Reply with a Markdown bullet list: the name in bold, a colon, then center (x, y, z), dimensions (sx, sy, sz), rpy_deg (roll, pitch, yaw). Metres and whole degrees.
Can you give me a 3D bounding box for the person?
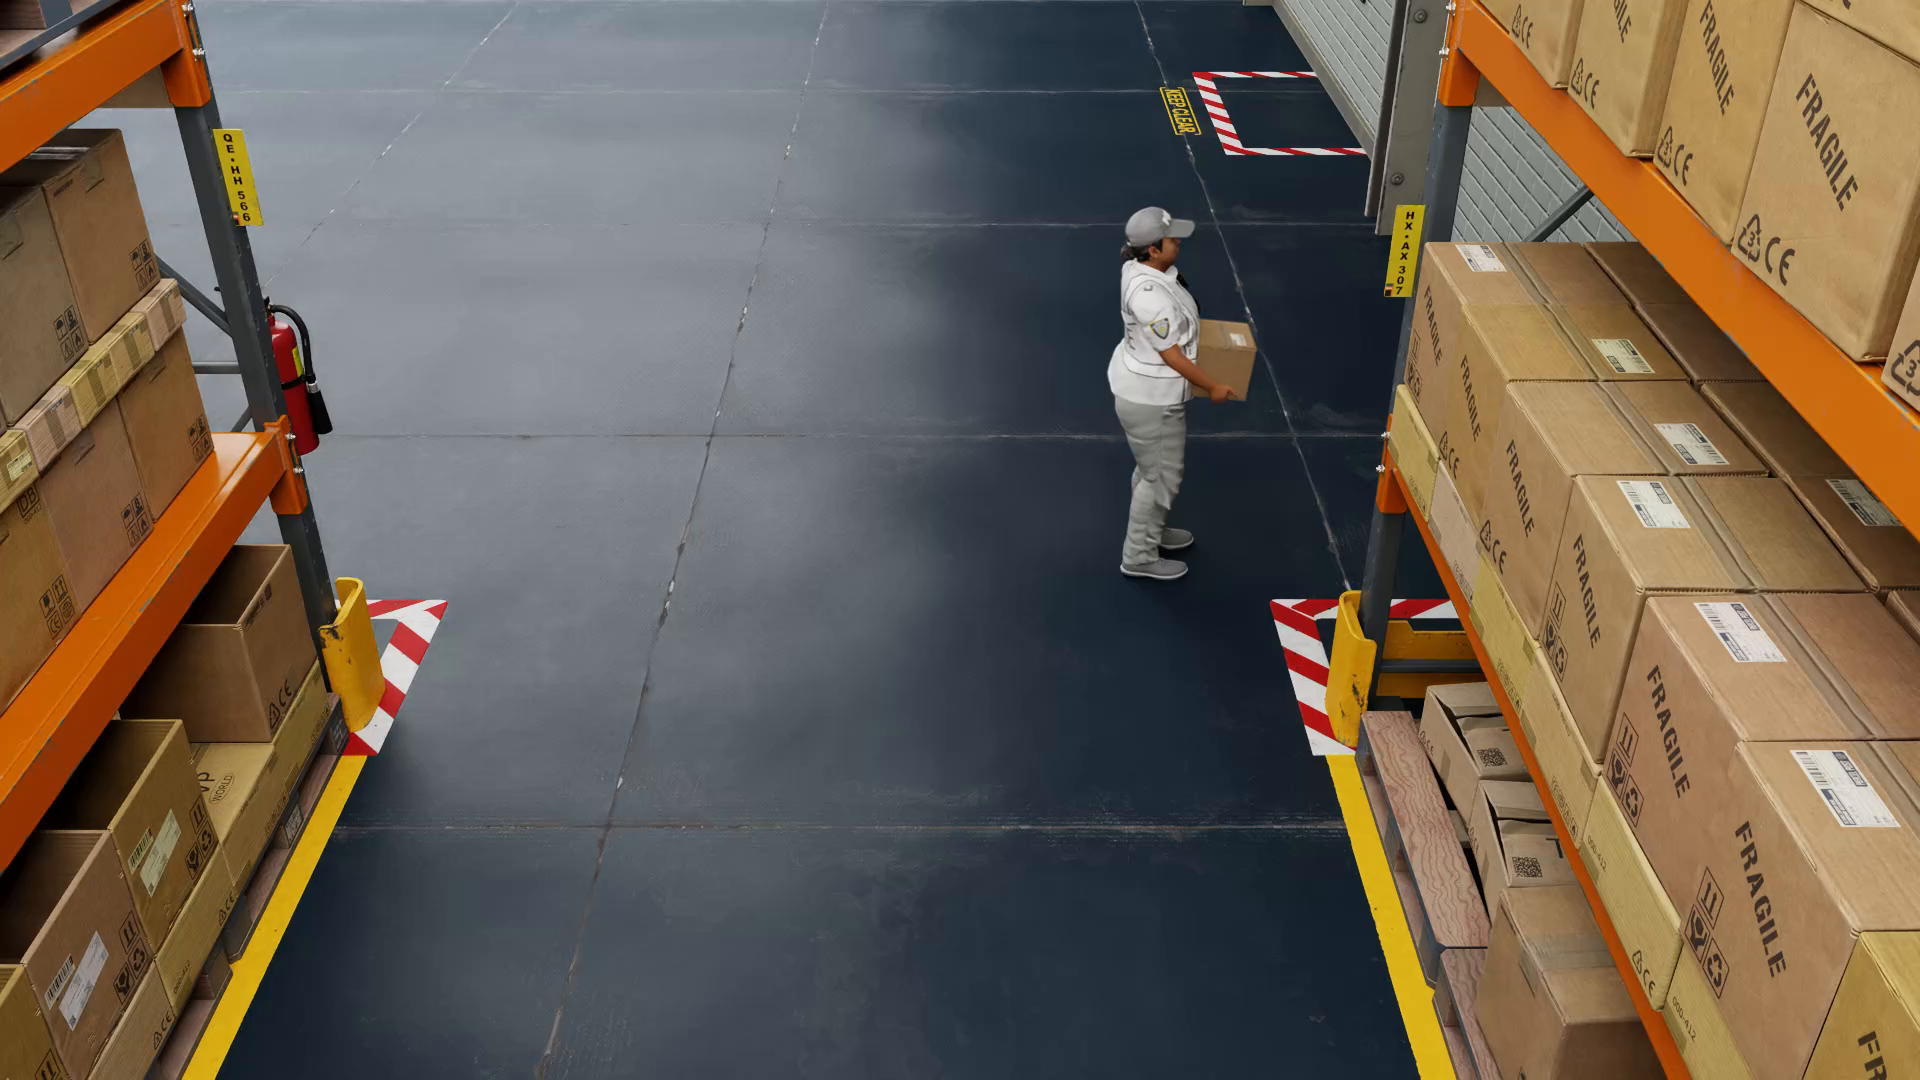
- **person**: center (0.904, -0.632, 7.161), dimensions (0.536, 1.655, 0.454), rpy_deg (0, 32, 0)
